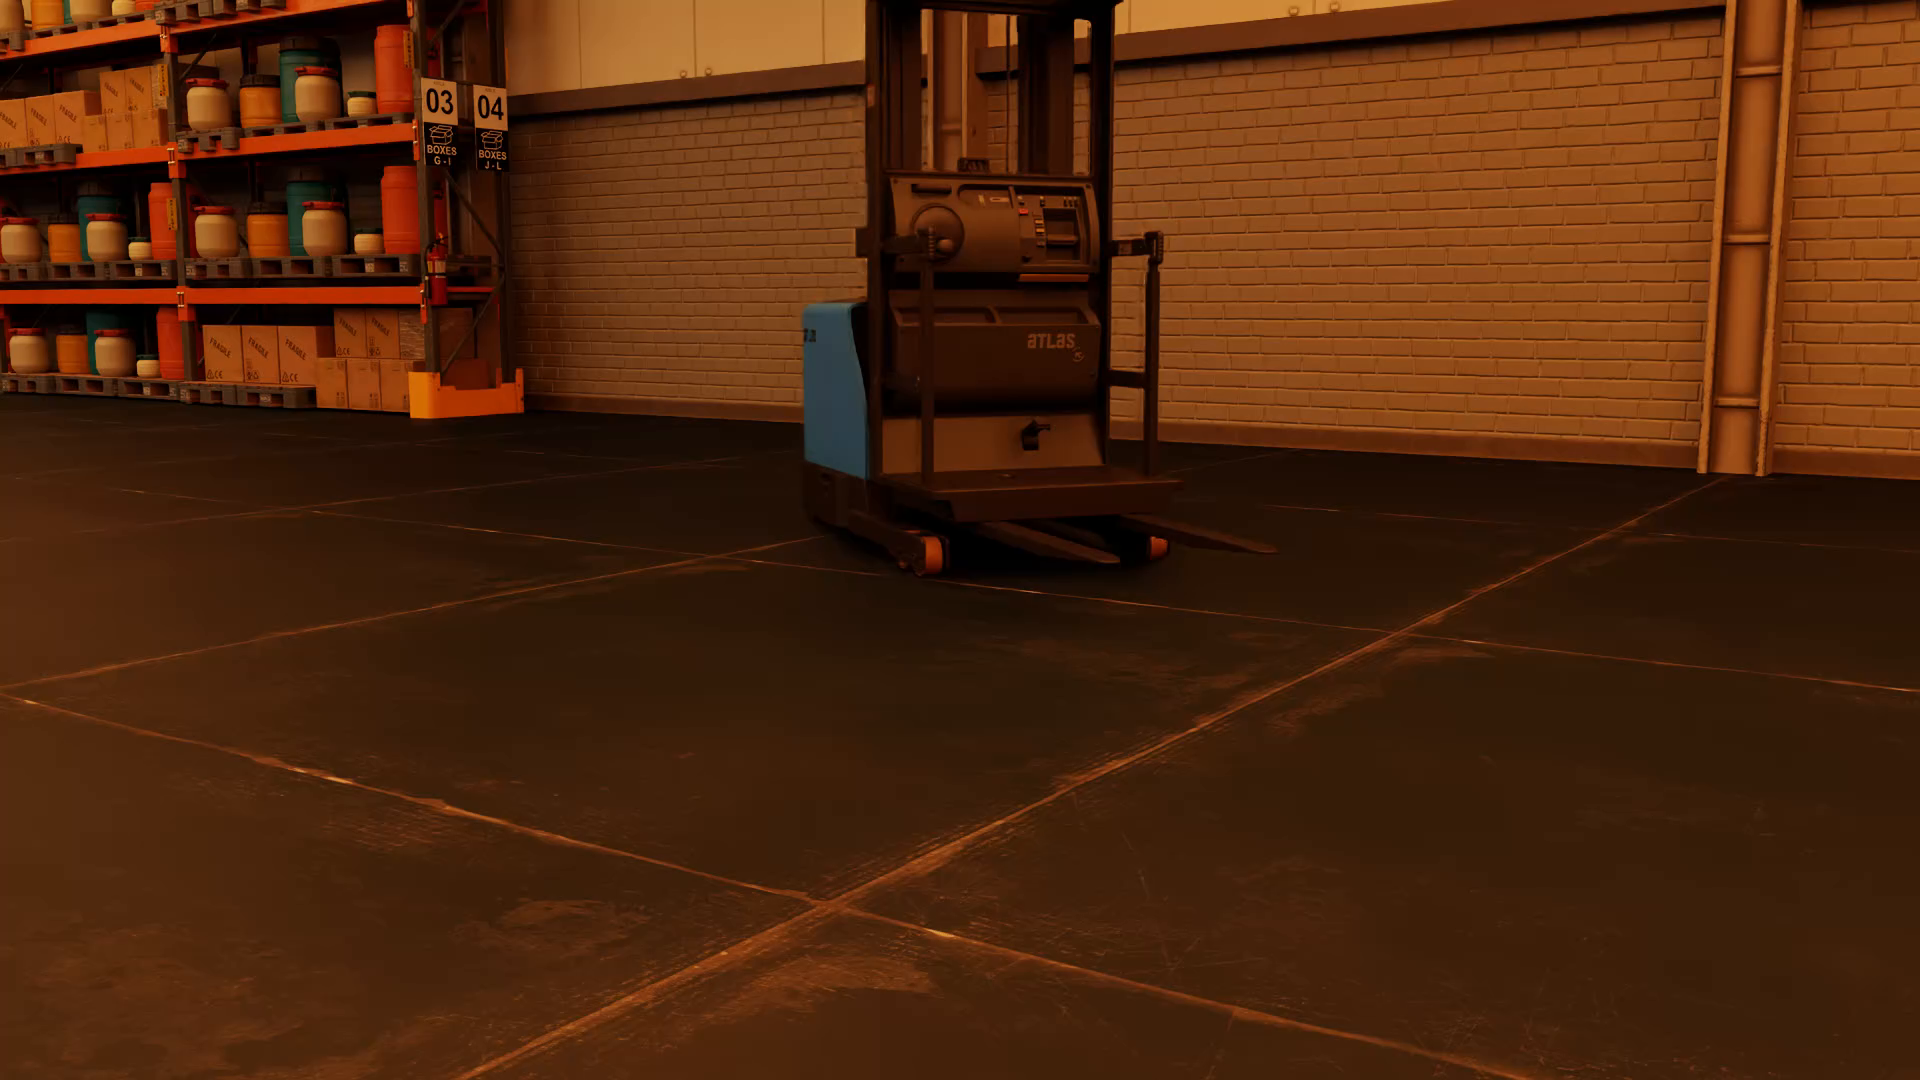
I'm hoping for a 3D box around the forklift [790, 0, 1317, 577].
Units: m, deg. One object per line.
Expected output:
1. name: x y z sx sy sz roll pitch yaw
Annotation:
1. forklift: 0.283 -1.374 6.858 1.130 2.935 3.031 -4 9 -26
